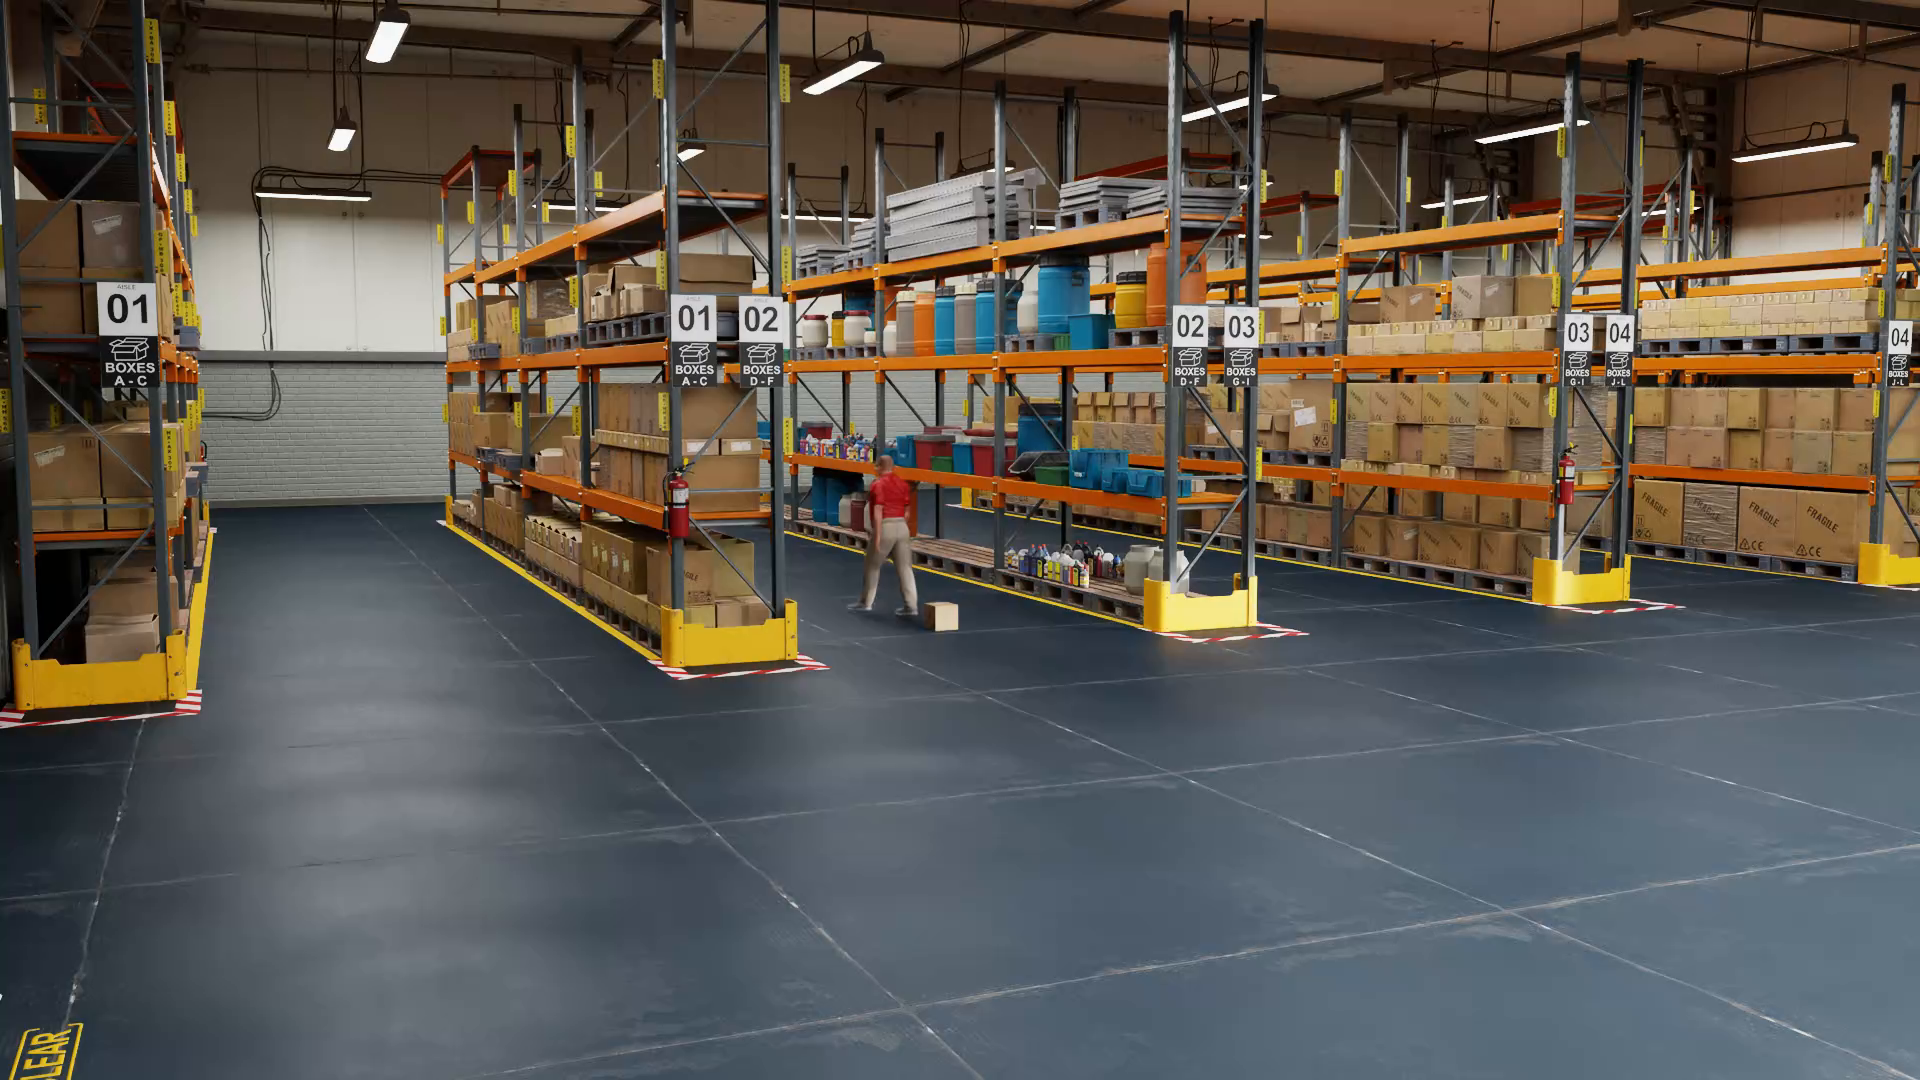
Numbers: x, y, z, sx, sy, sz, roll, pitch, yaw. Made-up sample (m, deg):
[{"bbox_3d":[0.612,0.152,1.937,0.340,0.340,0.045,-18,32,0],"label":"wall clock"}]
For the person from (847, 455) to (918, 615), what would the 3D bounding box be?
[{"bbox_3d":[-0.767,-0.064,17.462,0.570,1.664,0.979,-4,7,-36],"label":"person"}]
